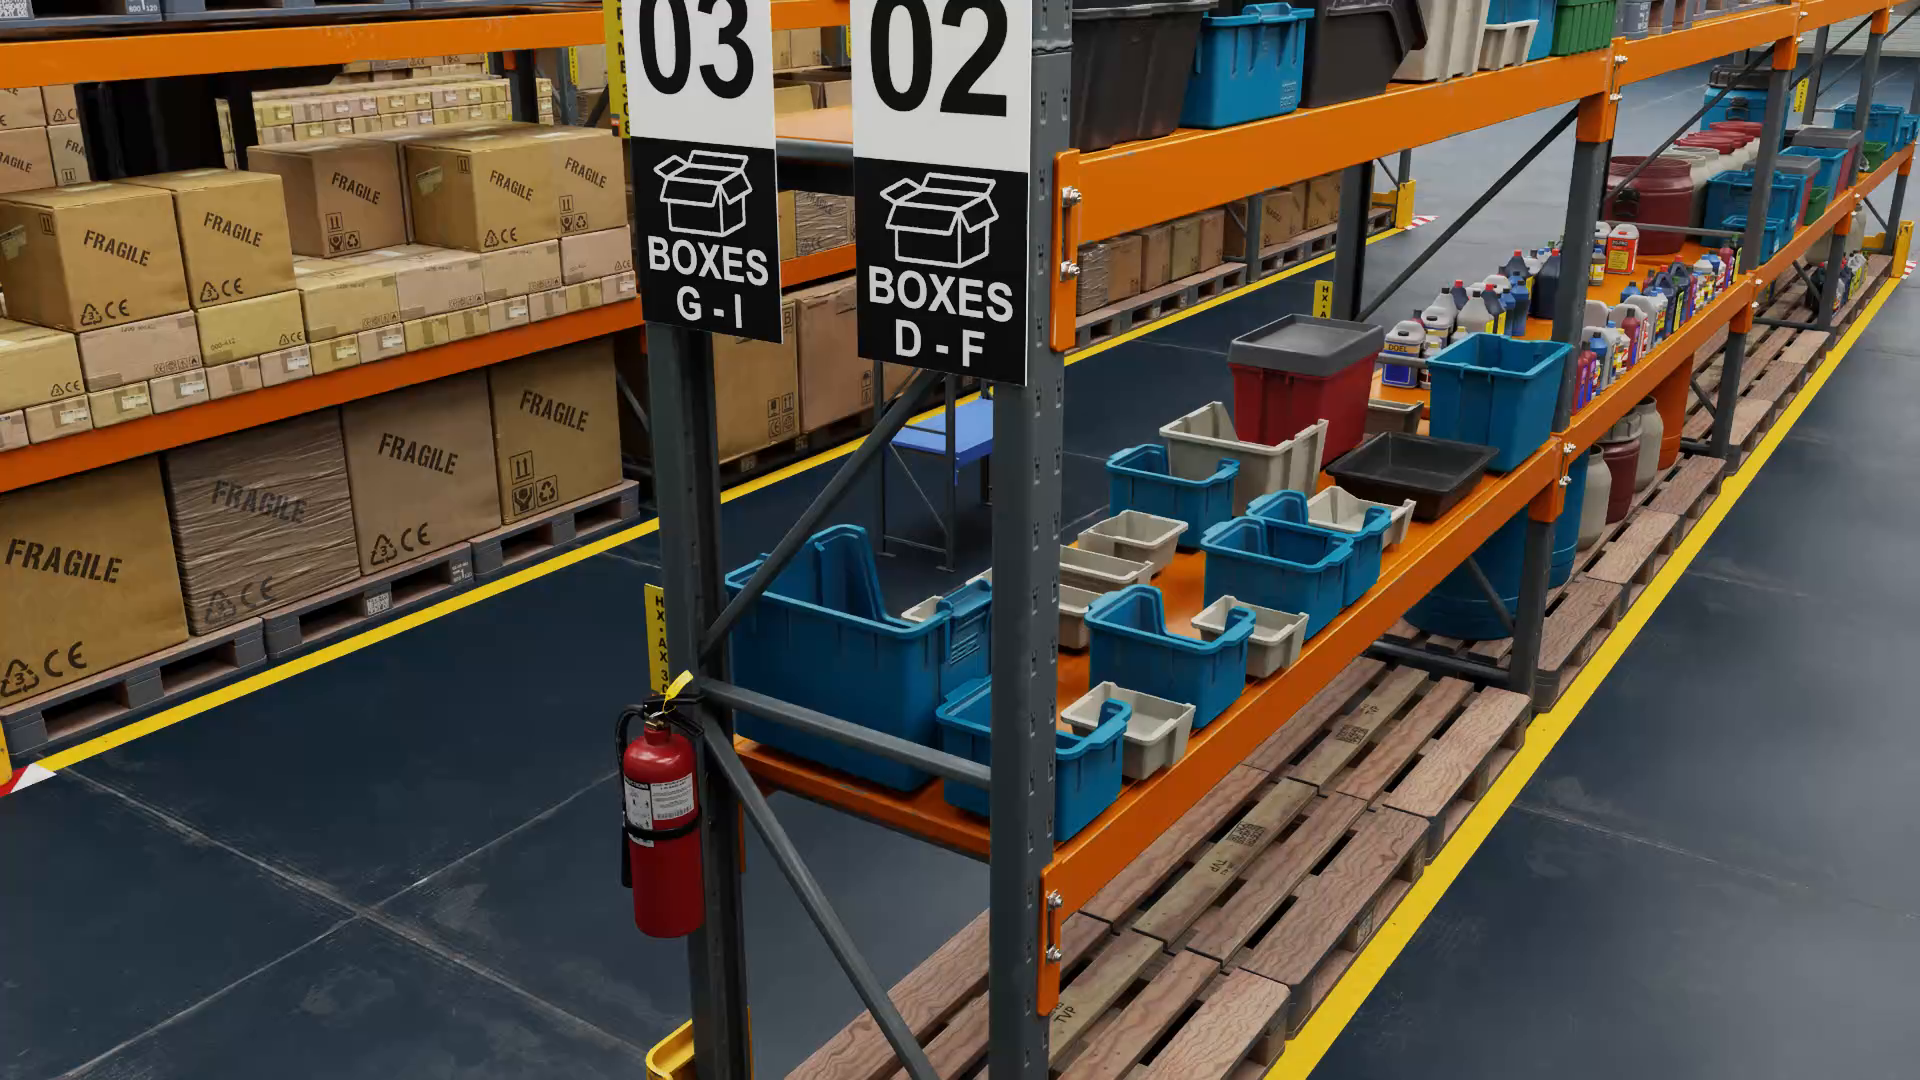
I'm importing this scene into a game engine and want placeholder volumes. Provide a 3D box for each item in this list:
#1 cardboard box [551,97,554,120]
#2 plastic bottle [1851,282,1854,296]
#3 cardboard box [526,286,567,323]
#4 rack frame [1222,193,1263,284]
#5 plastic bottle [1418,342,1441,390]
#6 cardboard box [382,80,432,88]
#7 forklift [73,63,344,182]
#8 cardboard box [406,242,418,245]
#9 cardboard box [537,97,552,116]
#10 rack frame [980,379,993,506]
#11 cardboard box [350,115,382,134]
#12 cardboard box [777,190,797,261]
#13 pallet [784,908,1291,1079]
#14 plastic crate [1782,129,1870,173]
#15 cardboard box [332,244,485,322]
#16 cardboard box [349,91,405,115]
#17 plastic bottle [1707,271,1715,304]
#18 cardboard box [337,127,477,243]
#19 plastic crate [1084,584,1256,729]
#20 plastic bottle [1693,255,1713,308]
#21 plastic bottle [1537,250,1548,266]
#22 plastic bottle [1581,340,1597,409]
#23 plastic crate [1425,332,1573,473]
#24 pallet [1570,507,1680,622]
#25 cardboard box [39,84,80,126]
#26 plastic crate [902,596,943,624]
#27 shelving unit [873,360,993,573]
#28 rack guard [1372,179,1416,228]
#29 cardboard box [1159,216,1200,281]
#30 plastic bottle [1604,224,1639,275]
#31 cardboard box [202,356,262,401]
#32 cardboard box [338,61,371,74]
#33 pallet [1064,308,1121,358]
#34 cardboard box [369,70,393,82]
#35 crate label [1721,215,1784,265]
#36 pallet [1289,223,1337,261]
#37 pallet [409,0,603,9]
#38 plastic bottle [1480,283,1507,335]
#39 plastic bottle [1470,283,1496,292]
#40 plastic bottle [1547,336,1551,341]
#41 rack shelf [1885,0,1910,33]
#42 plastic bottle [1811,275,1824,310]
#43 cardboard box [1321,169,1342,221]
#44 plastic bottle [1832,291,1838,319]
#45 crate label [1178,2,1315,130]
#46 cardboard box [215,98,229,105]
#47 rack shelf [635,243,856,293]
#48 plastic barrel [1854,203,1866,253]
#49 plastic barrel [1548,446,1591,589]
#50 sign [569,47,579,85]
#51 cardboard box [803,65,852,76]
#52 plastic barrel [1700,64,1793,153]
[{"bbox_3d":[-3.858,-4.041,15.721,0.500,0.500,0.500,13,24,32],"label":"cardboard box"},{"bbox_3d":[7.582,-2.173,14.215,0.097,0.201,0.097,0,20,0],"label":"plastic bottle"},{"bbox_3d":[-2.282,-1.252,8.687,0.380,0.149,0.250,13,24,31],"label":"cardboard box"},{"bbox_3d":[2.405,-3.964,15.657,1.000,3.000,0.127,13,24,32],"label":"rack frame"},{"bbox_3d":[2.072,-0.766,7.299,0.097,0.201,0.097,0,20,0],"label":"plastic bottle"},{"bbox_3d":[-4.749,-3.853,14.256,0.380,0.149,0.250,12,24,30],"label":"cardboard box"},{"bbox_3d":[-4.393,-1.927,10.249,1.130,2.935,3.031,13,24,31],"label":"forklift"},{"bbox_3d":[-2.857,-1.512,8.816,0.500,0.250,0.500,13,24,32],"label":"cardboard box"},{"bbox_3d":[-3.790,-3.800,14.543,0.380,0.149,0.250,14,24,33],"label":"cardboard box"},{"bbox_3d":[0.334,-0.874,9.465,0.500,1.500,0.032,13,24,32],"label":"rack frame"},{"bbox_3d":[-4.802,-3.284,13.147,0.380,0.149,0.250,13,24,31],"label":"cardboard box"},{"bbox_3d":[-1.345,-1.943,10.049,0.500,0.500,0.500,13,24,32],"label":"cardboard box"},{"bbox_3d":[0.251,1.524,4.840,1.003,0.211,1.213,13,24,32],"label":"pallet"},{"bbox_3d":[6.900,-3.094,13.395,0.767,0.338,0.504,13,24,32],"label":"plastic crate"},{"bbox_3d":[-2.699,-1.264,8.146,0.500,0.250,0.500,14,24,33],"label":"cardboard box"},{"bbox_3d":[-4.661,-3.495,13.290,0.380,0.149,0.250,14,25,33],"label":"cardboard box"},{"bbox_3d":[4.004,-1.378,8.953,0.097,0.201,0.097,0,20,0],"label":"plastic bottle"},{"bbox_3d":[-2.856,-1.862,8.681,0.500,0.500,0.500,13,24,32],"label":"cardboard box"},{"bbox_3d":[0.536,0.300,4.284,0.416,0.233,0.300,13,24,32],"label":"plastic crate"},{"bbox_3d":[3.949,-1.383,8.865,0.097,0.271,0.097,0,20,0],"label":"plastic bottle"},{"bbox_3d":[3.134,-1.435,9.007,0.097,0.271,0.097,0,20,0],"label":"plastic bottle"},{"bbox_3d":[2.638,-0.708,7.023,0.061,0.283,0.133,13,24,32],"label":"plastic bottle"},{"bbox_3d":[2.023,-0.522,6.290,0.392,0.384,0.575,13,24,32],"label":"plastic crate"},{"bbox_3d":[3.157,0.041,8.850,1.003,0.211,1.213,13,24,32],"label":"pallet"},{"bbox_3d":[-6.178,-3.132,11.395,0.500,0.500,0.500,12,24,30],"label":"cardboard box"},{"bbox_3d":[0.064,0.272,4.500,0.396,0.136,0.243,13,24,32],"label":"plastic crate"},{"bbox_3d":[0.048,-0.728,9.071,0.538,1.500,1.048,13,24,32],"label":"shelving unit"},{"bbox_3d":[4.611,-3.917,19.134,1.175,0.500,0.348,13,24,32],"label":"rack guard"},{"bbox_3d":[1.758,-2.692,15.189,0.700,0.500,0.500,13,24,31],"label":"cardboard box"},{"bbox_3d":[3.868,-1.701,9.719,0.152,0.276,0.135,13,24,32],"label":"plastic bottle"},{"bbox_3d":[-3.293,-0.735,7.292,0.380,0.149,0.250,13,24,31],"label":"cardboard box"},{"bbox_3d":[-7.015,-5.520,18.687,0.500,0.500,0.500,14,24,33],"label":"cardboard box"},{"bbox_3d":[0.597,-1.732,13.643,1.003,0.211,1.213,13,24,32],"label":"pallet"},{"bbox_3d":[-6.755,-5.339,19.132,0.380,0.149,0.250,14,25,33],"label":"cardboard box"},{"bbox_3d":[4.799,-1.819,10.101,0.303,0.233,0.416,13,24,32],"label":"crate label"},{"bbox_3d":[3.438,-3.207,17.630,1.003,0.211,1.213,13,24,32],"label":"pallet"},{"bbox_3d":[-2.561,-2.801,8.317,1.003,0.211,1.213,13,24,32],"label":"pallet"},{"bbox_3d":[2.473,-1.032,7.801,0.144,0.351,0.185,13,24,32],"label":"plastic bottle"},{"bbox_3d":[2.523,-1.108,8.116,0.152,0.276,0.135,13,24,32],"label":"plastic bottle"},{"bbox_3d":[2.492,-0.729,6.982,0.144,0.351,0.185,13,24,32],"label":"plastic bottle"},{"bbox_3d":[7.625,-4.641,14.201,1.077,0.370,4.000,13,24,32],"label":"rack shelf"},{"bbox_3d":[7.113,-2.055,13.777,0.061,0.283,0.133,13,24,32],"label":"plastic bottle"},{"bbox_3d":[3.981,-3.782,18.163,0.500,0.500,0.500,-17,26,-38],"label":"cardboard box"},{"bbox_3d":[7.043,-1.930,13.458,0.097,0.271,0.097,0,20,0],"label":"plastic bottle"},{"bbox_3d":[0.541,-1.093,3.788,0.408,0.251,0.502,13,24,32],"label":"crate label"},{"bbox_3d":[-5.776,-3.327,12.835,0.380,0.149,0.250,12,24,30],"label":"cardboard box"},{"bbox_3d":[-0.968,-1.905,11.127,1.077,0.370,4.000,13,24,32],"label":"rack shelf"},{"bbox_3d":[8.443,-2.972,15.956,0.421,0.512,0.421,0,20,0],"label":"plastic barrel"},{"bbox_3d":[2.722,-0.271,8.093,0.600,0.901,0.708,13,24,32],"label":"plastic barrel"},{"bbox_3d":[-3.435,-4.215,14.781,0.100,0.325,0.005,13,24,32],"label":"sign"},{"bbox_3d":[-0.637,-2.940,11.300,0.797,0.503,0.637,14,24,33],"label":"cardboard box"},{"bbox_3d":[6.033,-3.181,12.818,0.600,0.901,0.708,13,24,32],"label":"plastic barrel"}]
